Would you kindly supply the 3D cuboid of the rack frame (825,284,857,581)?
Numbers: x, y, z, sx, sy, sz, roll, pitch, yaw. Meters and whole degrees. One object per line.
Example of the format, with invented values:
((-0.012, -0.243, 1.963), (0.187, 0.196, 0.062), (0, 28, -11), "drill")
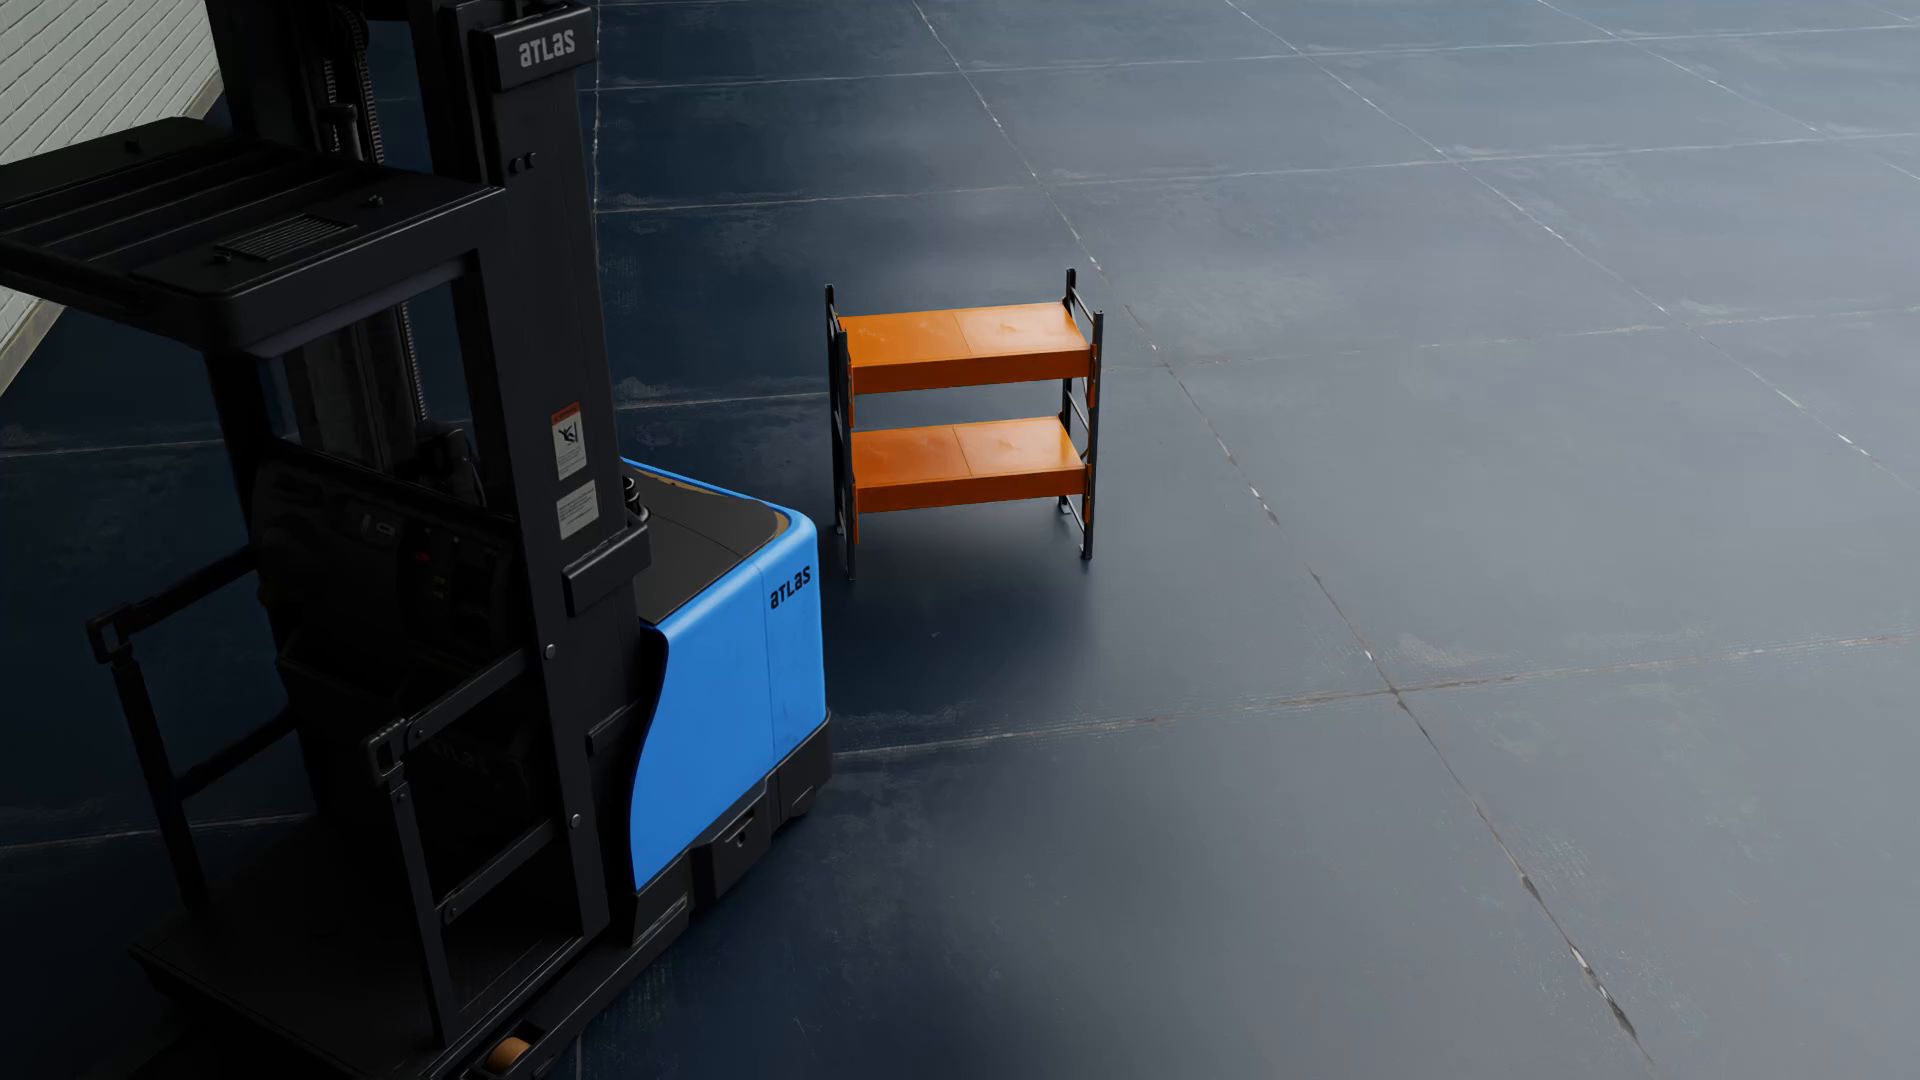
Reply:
((-0.493, -0.439, 6.887), (0.032, 1.125, 0.500), (-5, 31, -9), "rack frame")

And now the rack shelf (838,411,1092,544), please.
((0.007, -0.275, 7.090), (1.000, 0.278, 0.538), (-5, 31, -9), "rack shelf")

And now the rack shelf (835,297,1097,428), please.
((0.007, -0.738, 6.818), (1.000, 0.278, 0.538), (-5, 31, -9), "rack shelf")

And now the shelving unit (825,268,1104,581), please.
((0.007, -0.486, 6.966), (1.048, 1.125, 0.538), (-5, 31, -9), "shelving unit")

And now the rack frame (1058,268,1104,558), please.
((0.507, -0.532, 7.045), (0.032, 1.125, 0.500), (-5, 31, -9), "rack frame")

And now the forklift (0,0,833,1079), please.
((-1.621, 0.104, 4.182), (1.130, 2.935, 3.031), (17, 34, 26), "forklift")
